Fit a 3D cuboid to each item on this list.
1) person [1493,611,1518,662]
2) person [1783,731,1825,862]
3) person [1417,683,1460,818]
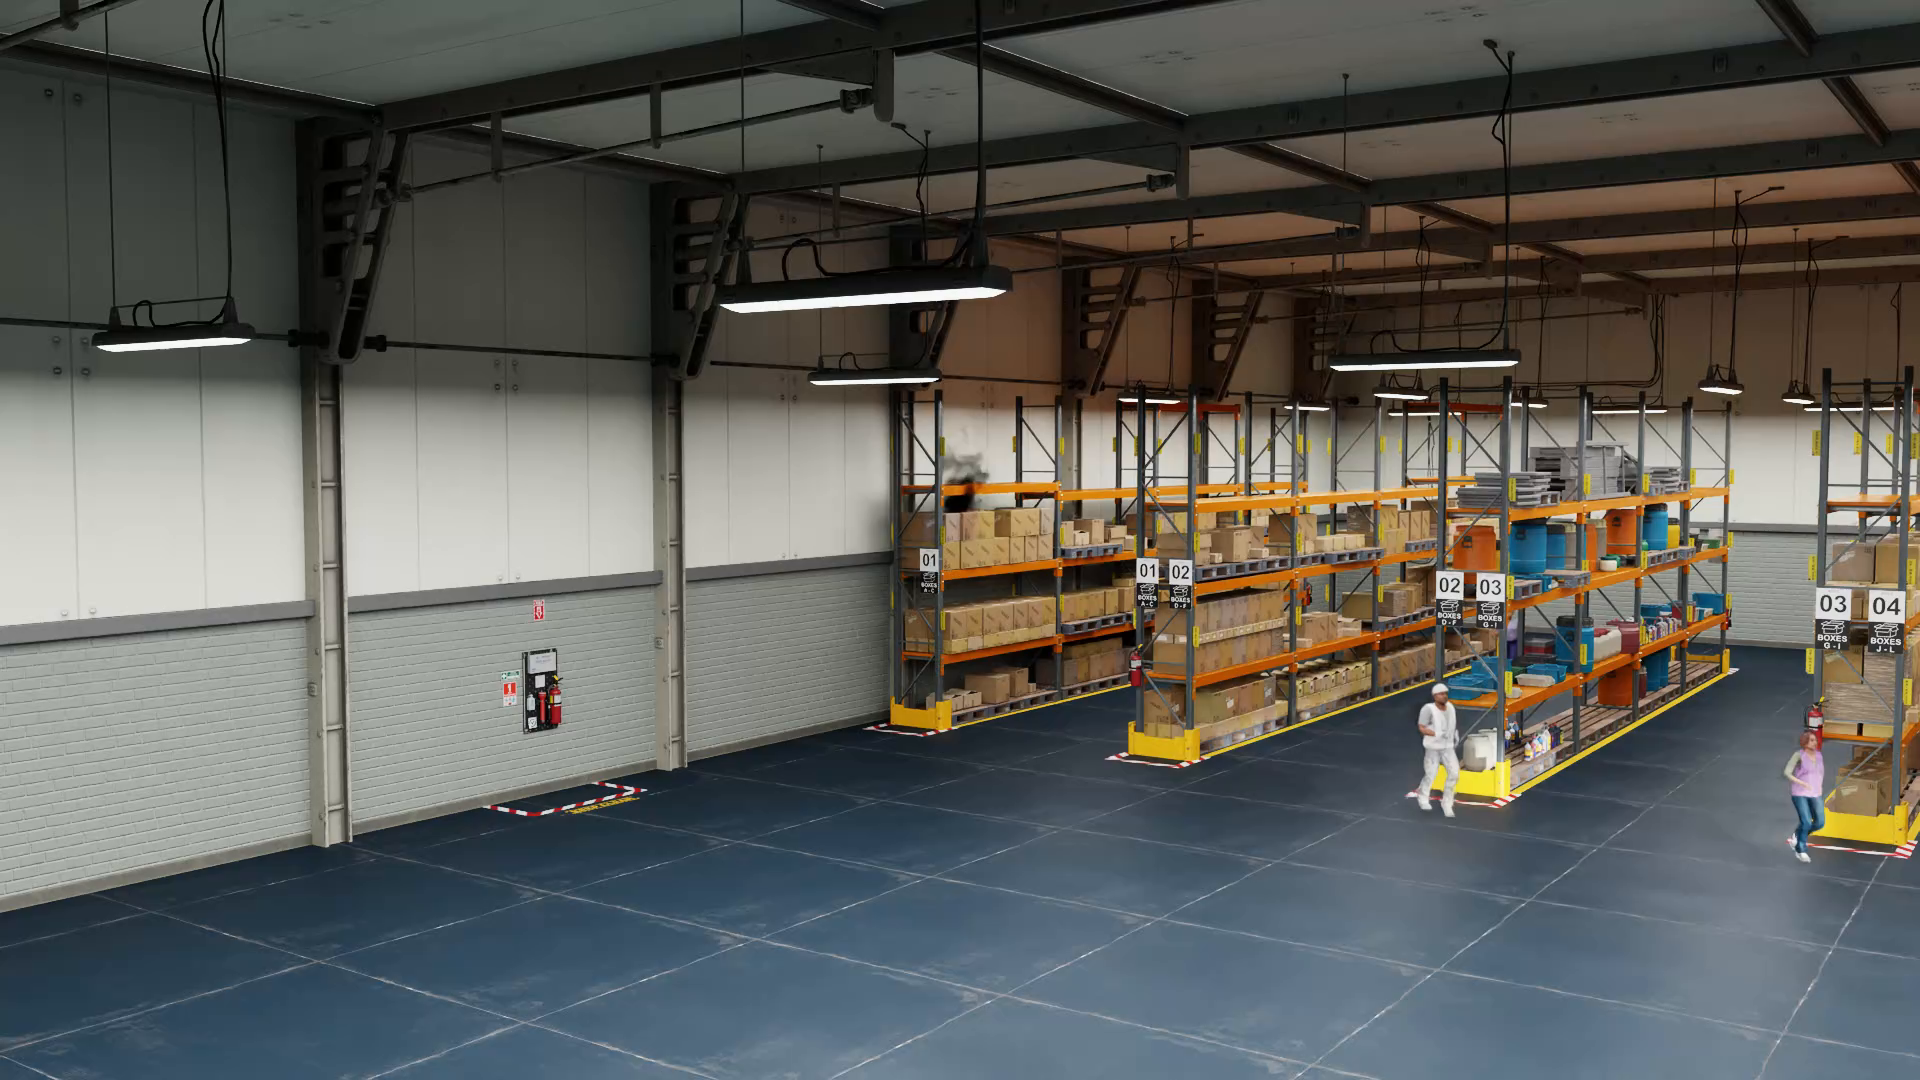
[{"bbox_3d":[11.332,2.221,34.381,0.597,1.667,0.854,2,4,25],"label":"person"},{"bbox_3d":[10.260,3.109,20.142,0.548,1.582,0.537,-1,3,-9],"label":"person"},{"bbox_3d":[6.514,2.863,22.526,0.713,1.852,0.751,-1,3,-17],"label":"person"}]
